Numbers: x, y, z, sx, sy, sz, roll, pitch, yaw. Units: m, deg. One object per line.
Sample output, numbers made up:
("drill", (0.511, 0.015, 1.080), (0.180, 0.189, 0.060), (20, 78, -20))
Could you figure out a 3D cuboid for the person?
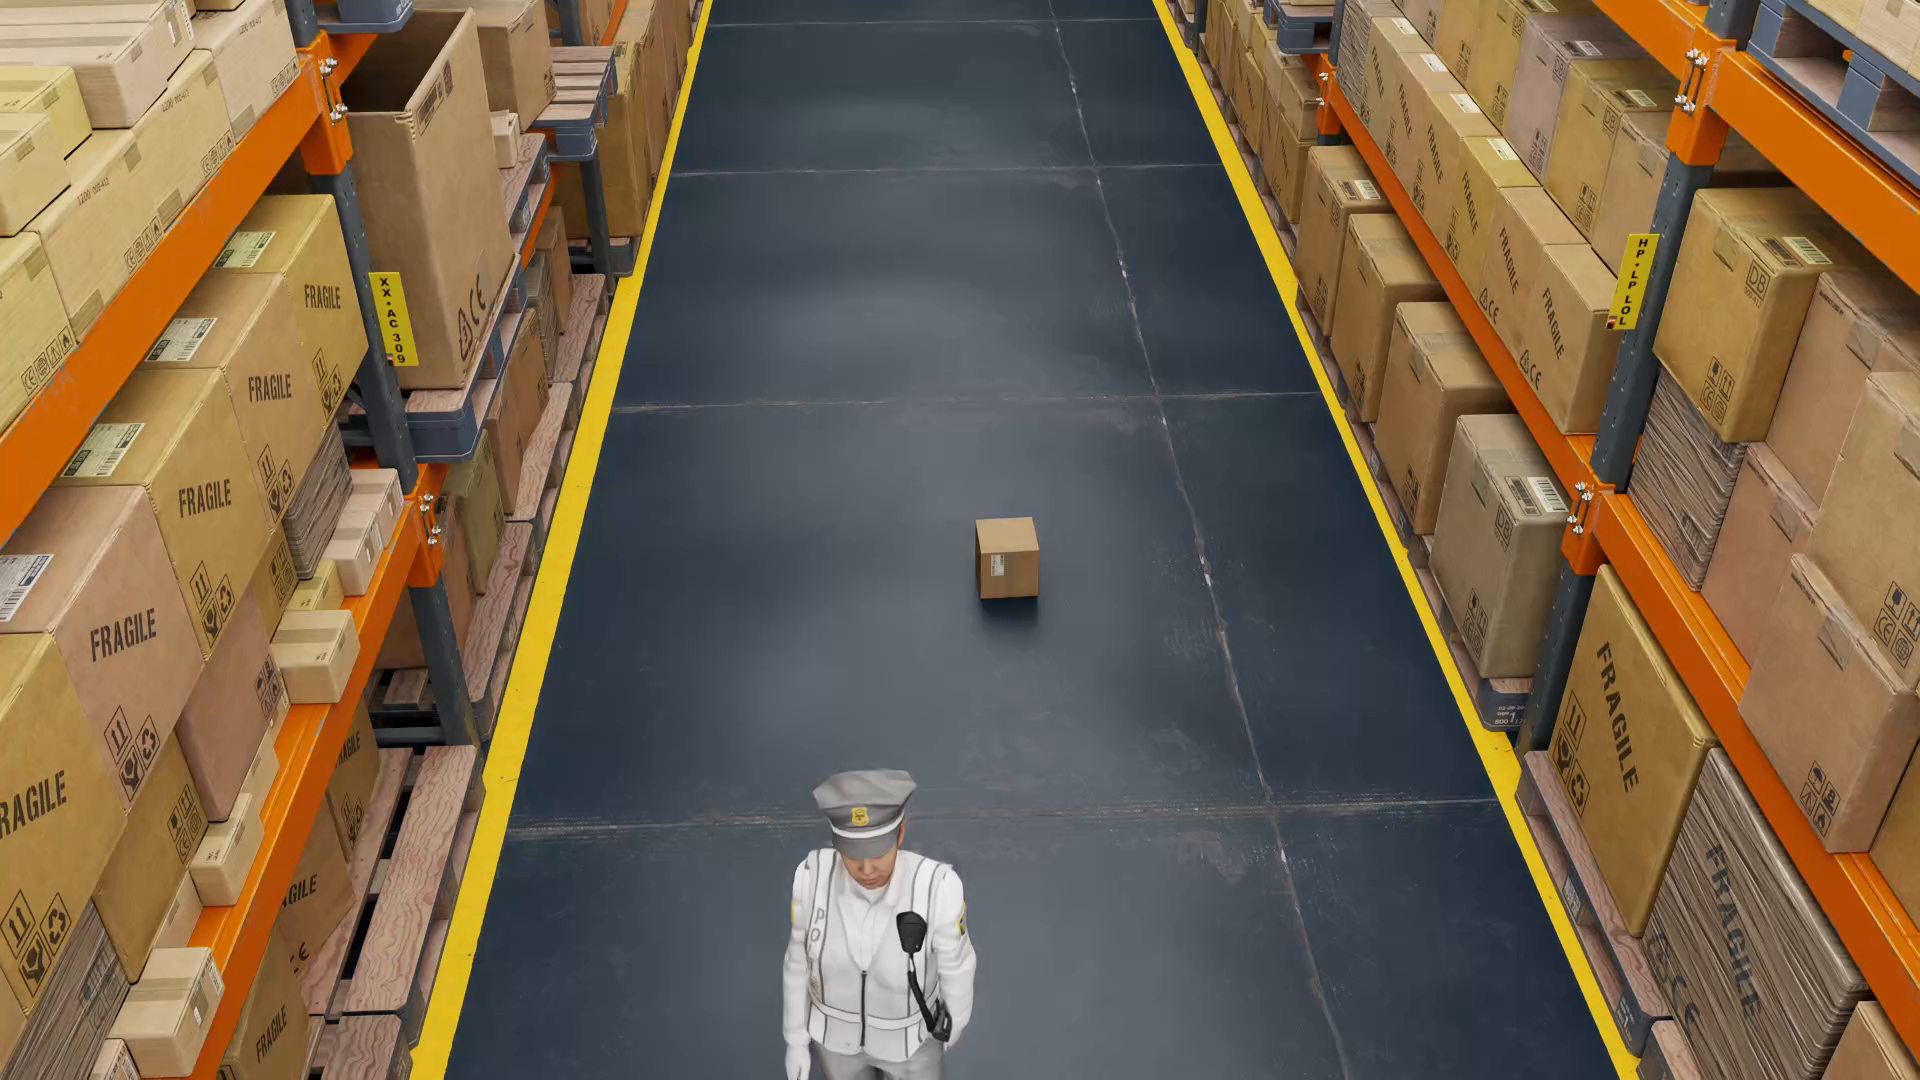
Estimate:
("person", (-0.218, 1.291, 4.280), (0.484, 1.700, 0.436), (7, 36, 9))
